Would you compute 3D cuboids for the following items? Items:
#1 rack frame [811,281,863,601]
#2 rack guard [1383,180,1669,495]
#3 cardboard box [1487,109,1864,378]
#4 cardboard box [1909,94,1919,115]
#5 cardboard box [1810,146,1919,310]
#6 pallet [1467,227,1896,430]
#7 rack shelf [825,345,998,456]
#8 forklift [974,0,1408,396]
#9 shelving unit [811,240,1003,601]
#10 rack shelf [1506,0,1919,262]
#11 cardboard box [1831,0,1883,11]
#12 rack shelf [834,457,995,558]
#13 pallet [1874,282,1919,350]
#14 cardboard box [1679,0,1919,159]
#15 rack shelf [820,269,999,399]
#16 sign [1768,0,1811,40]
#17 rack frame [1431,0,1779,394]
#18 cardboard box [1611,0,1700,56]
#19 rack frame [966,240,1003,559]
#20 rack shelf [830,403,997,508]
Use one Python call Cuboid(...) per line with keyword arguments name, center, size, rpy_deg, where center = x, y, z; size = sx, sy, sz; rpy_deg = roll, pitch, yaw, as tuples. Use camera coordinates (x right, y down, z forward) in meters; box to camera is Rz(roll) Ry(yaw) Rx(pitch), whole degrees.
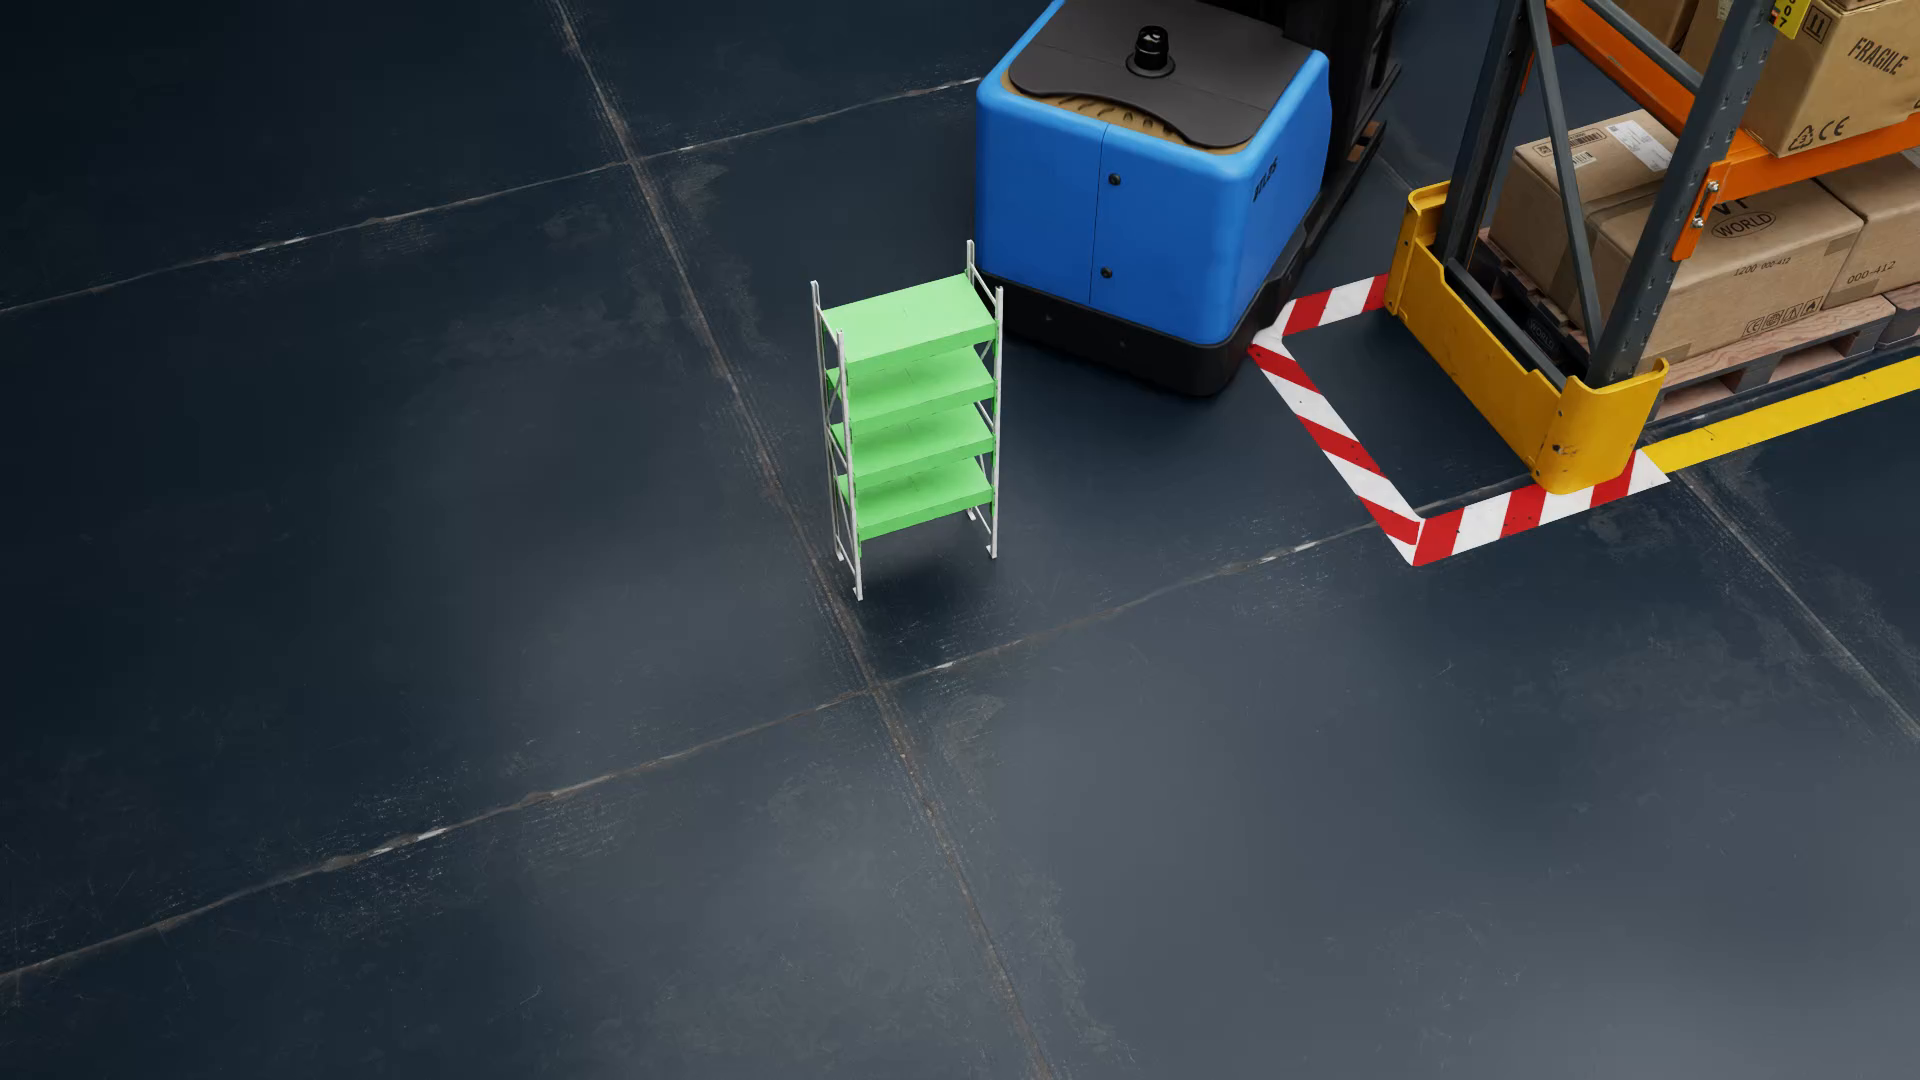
Cuboid(name="rack frame", center=(-0.379, -0.273, 5.194), size=(0.015, 1.200, 0.240), rpy_deg=(-17, 52, -14))
Cuboid(name="rack guard", center=(2.026, -0.767, 6.079), size=(0.348, 0.500, 1.175), rpy_deg=(-17, 52, -14))
Cuboid(name="cardboard box", center=(2.622, -1.150, 6.172), size=(0.875, 0.438, 0.875), rpy_deg=(-19, 52, -15))
Cuboid(name="cardboard box", center=(3.059, -1.721, 5.185), size=(0.500, 0.500, 0.500), rpy_deg=(-18, 52, -15))
Cuboid(name="cardboard box", center=(3.466, -1.418, 6.403), size=(0.875, 0.438, 0.875), rpy_deg=(-16, 51, -13))
Cuboid(name="pallet", center=(2.759, -0.964, 6.439), size=(1.213, 0.211, 1.003), rpy_deg=(-17, 52, -14))
Cuboid(name="rack shelf", center=(-0.153, -0.458, 5.120), size=(0.480, 0.148, 0.258), rpy_deg=(-17, 52, -14))
Cuboid(name="forklift", center=(1.170, -2.611, 6.060), size=(1.130, 2.935, 3.031), rpy_deg=(22, 53, 18))
Cuboid(name="shelving unit", center=(-0.153, -0.343, 5.254), size=(0.503, 1.200, 0.258), rpy_deg=(-17, 52, -14))
Cuboid(name="rack shelf", center=(3.900, -1.927, 5.902), size=(4.000, 0.370, 1.077), rpy_deg=(-17, 52, -14))
Cuboid(name="cardboard box", center=(2.601, -1.884, 4.666), size=(0.500, 0.500, 0.500), rpy_deg=(-18, 52, -15))
Cuboid(name="rack shelf", center=(-0.153, -0.145, 5.485), size=(0.480, 0.148, 0.258), rpy_deg=(-17, 52, -14))
Cuboid(name="pallet", center=(3.887, -1.311, 6.737), size=(1.213, 0.211, 1.003), rpy_deg=(-17, 52, -14))
Cuboid(name="cardboard box", center=(2.602, -1.557, 5.044), size=(0.500, 0.500, 0.500), rpy_deg=(-18, 52, -15))
Cuboid(name="rack shelf", center=(-0.153, -0.615, 4.938), size=(0.480, 0.148, 0.258), rpy_deg=(-17, 52, -14))
Cuboid(name="sign", center=(2.253, -1.504, 4.442), size=(0.005, 0.325, 0.100), rpy_deg=(-17, 52, -14))
Cuboid(name="rack frame", center=(2.049, -1.588, 5.137), size=(0.127, 3.000, 1.000), rpy_deg=(-17, 52, -14))
Cuboid(name="cardboard box", center=(2.395, -1.945, 5.377), size=(0.500, 0.500, 0.500), rpy_deg=(-17, 51, -14))
Cuboid(name="rack frame", center=(0.073, -0.413, 5.314), size=(0.015, 1.200, 0.240), rpy_deg=(-17, 52, -14))
Cuboid(name="rack shelf", center=(-0.153, -0.302, 5.303), size=(0.480, 0.148, 0.258), rpy_deg=(-17, 52, -14))
